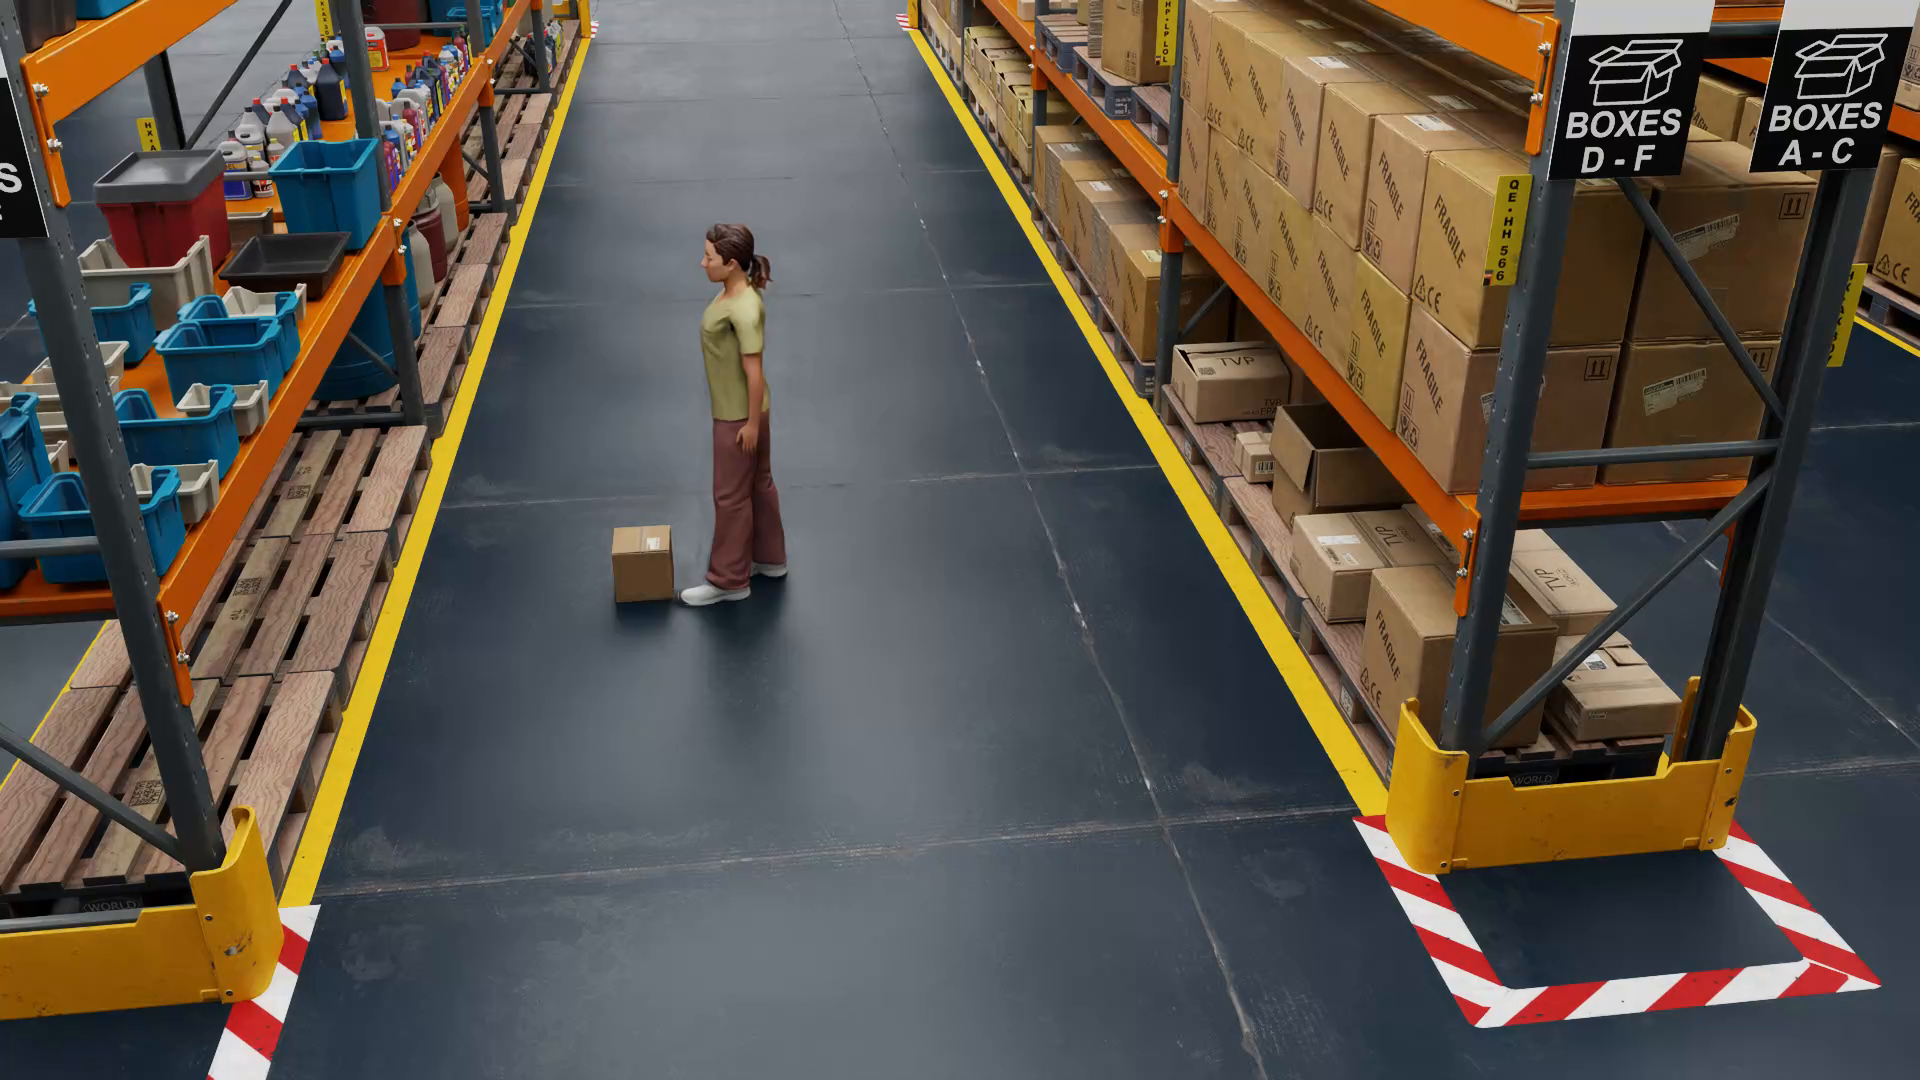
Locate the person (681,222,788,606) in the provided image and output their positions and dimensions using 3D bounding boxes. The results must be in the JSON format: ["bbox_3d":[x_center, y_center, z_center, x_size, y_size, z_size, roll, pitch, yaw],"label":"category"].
[{"bbox_3d":[-1.019,-0.552,7.189,0.494,1.678,0.456,-4,27,-7],"label":"person"}]
